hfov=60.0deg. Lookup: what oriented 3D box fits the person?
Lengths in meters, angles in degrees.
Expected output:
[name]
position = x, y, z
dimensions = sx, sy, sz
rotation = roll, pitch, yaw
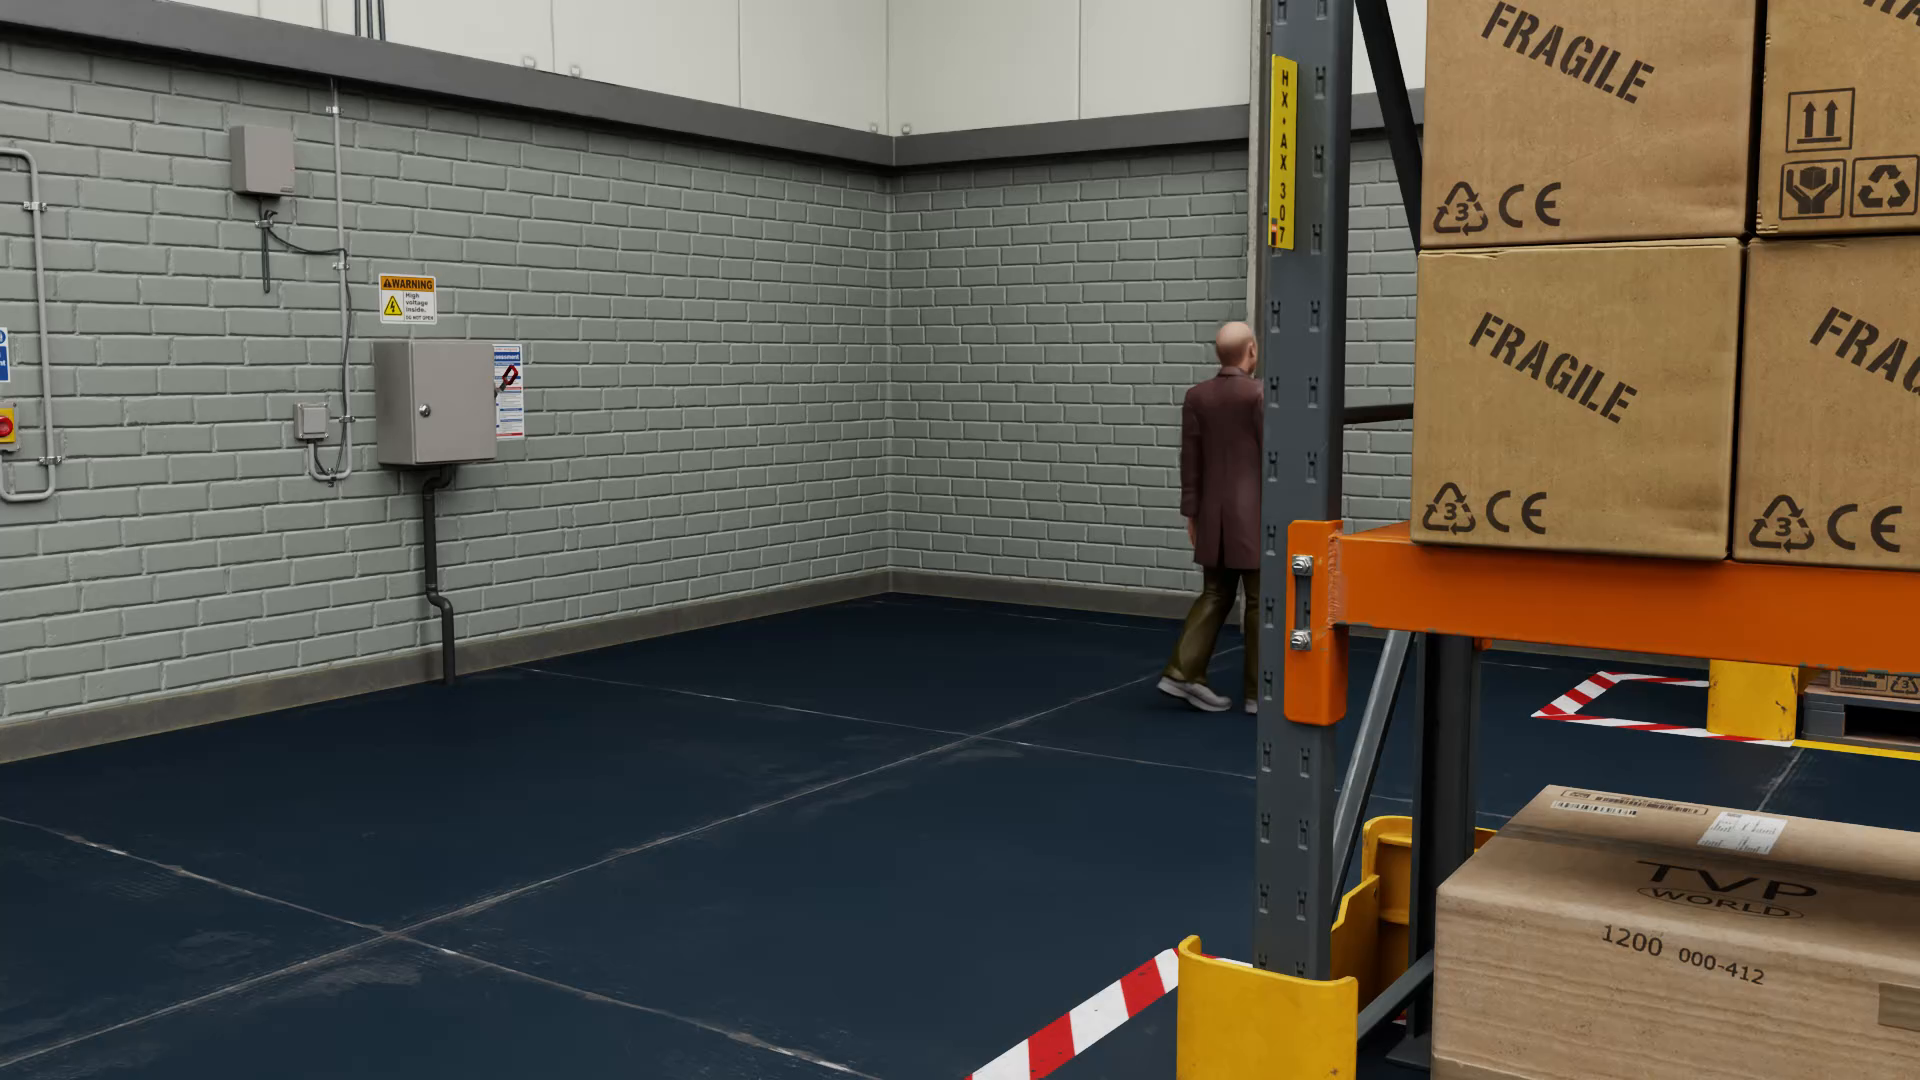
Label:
[person]
position = 1.297, 0.005, 7.594
dimensions = 0.609, 1.602, 0.611
rotation = -6, 8, -43
